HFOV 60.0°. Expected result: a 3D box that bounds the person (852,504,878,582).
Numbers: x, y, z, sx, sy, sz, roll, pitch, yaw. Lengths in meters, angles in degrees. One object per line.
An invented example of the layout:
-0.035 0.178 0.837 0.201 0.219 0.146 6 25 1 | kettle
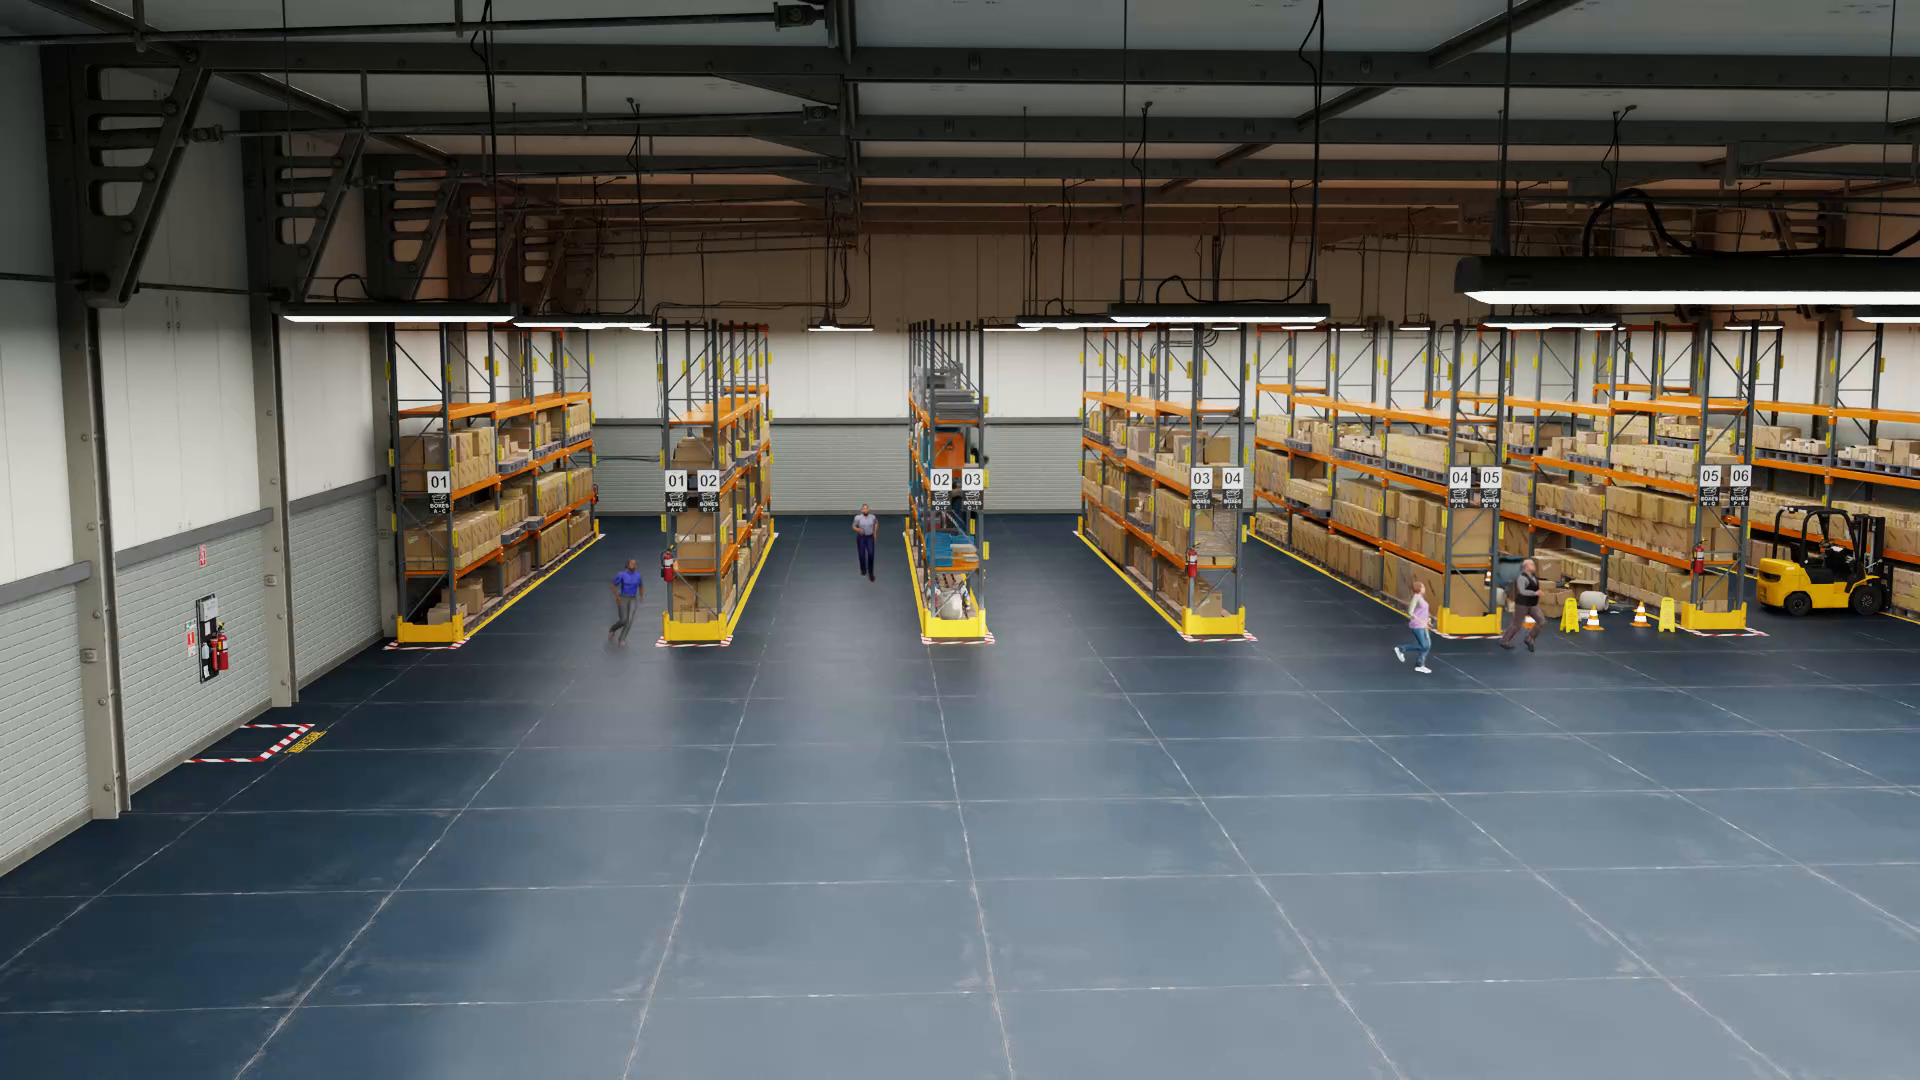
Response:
-2.117 0.069 37.297 0.597 1.730 0.684 -1 7 -8 | person

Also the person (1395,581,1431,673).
7.747 1.470 28.308 0.618 1.564 0.536 4 8 30 | person

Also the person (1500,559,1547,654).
10.173 1.189 29.858 0.661 1.723 0.861 -6 9 -39 | person

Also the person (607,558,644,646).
-6.163 1.132 30.801 0.656 1.595 0.554 -5 9 -37 | person
